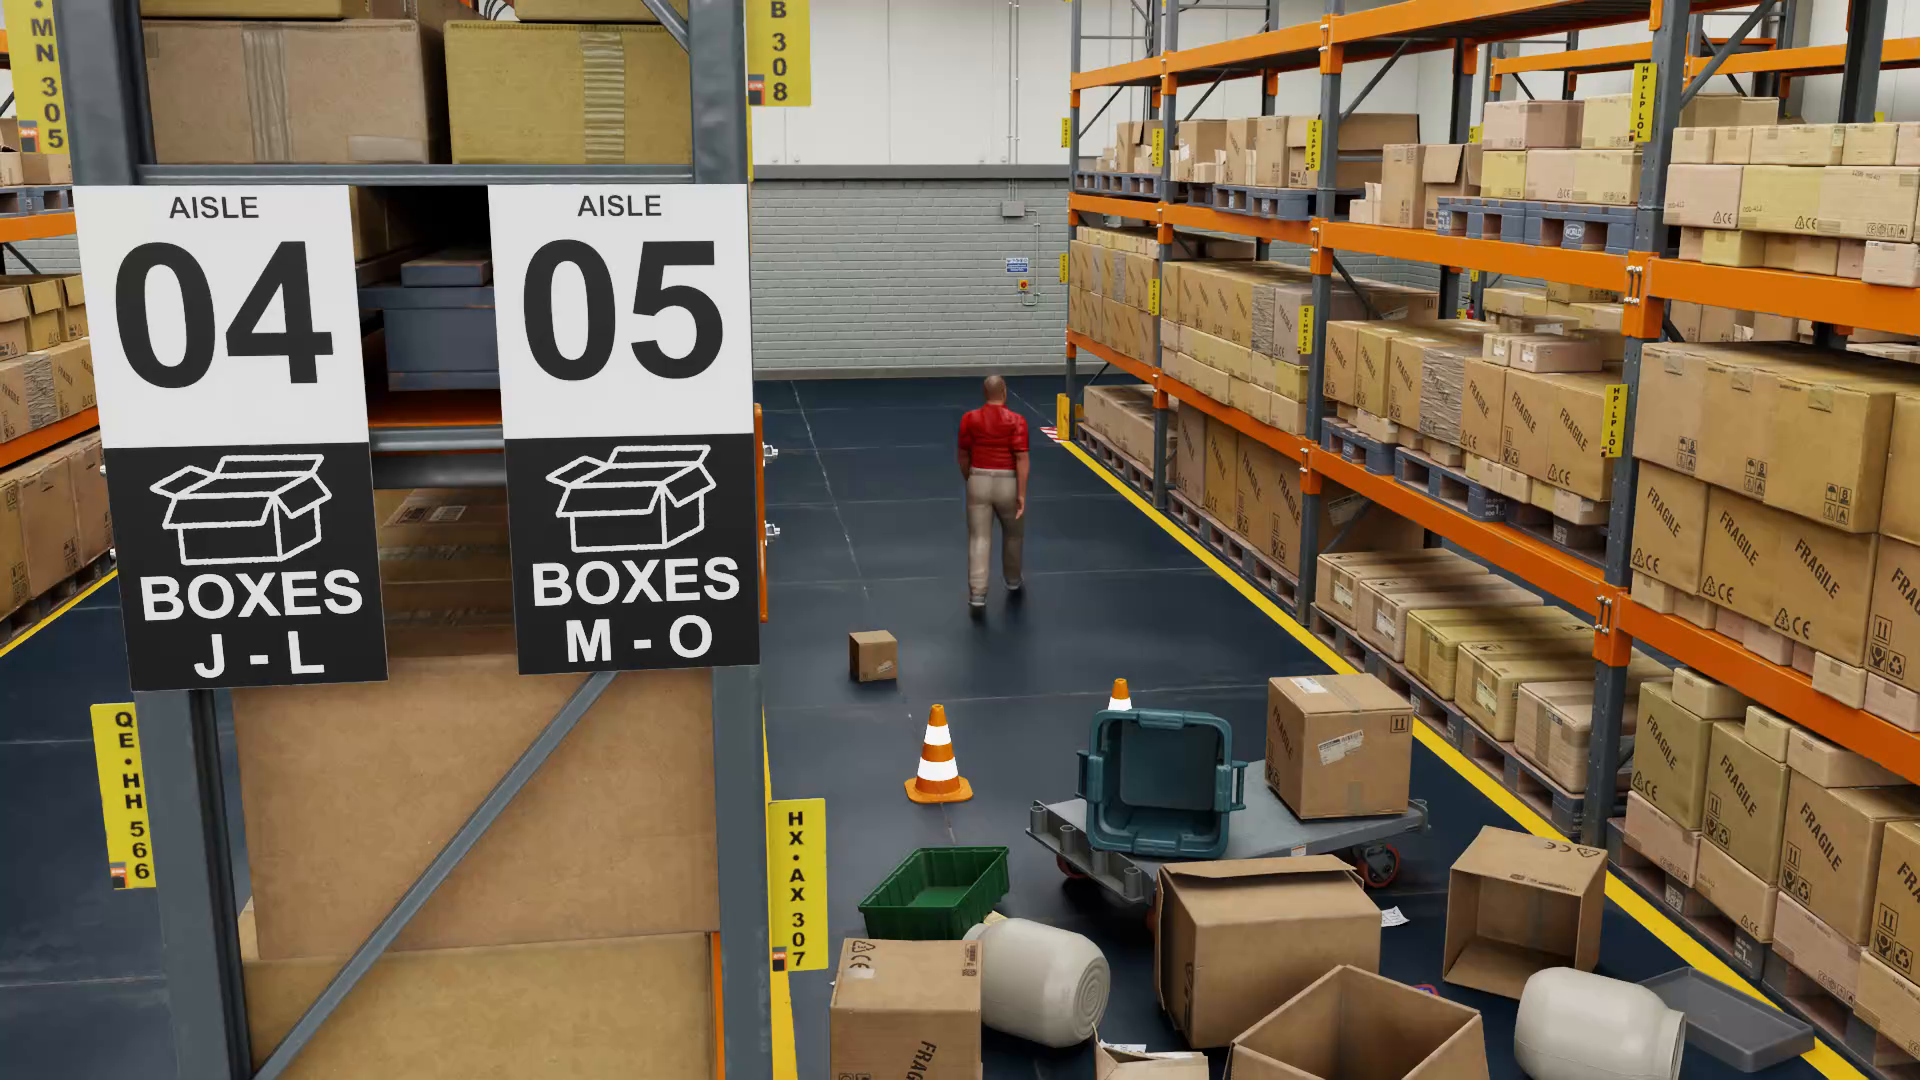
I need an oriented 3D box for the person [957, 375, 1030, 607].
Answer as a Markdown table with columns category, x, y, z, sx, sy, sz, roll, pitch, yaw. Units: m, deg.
| category | x | y | z | sx | sy | sz | roll | pitch | yaw |
| --- | --- | --- | --- | --- | --- | --- | --- | --- | --- |
| person | 0.252 | -0.389 | 12.167 | 0.544 | 1.662 | 1.071 | 2 | 13 | 8 |
